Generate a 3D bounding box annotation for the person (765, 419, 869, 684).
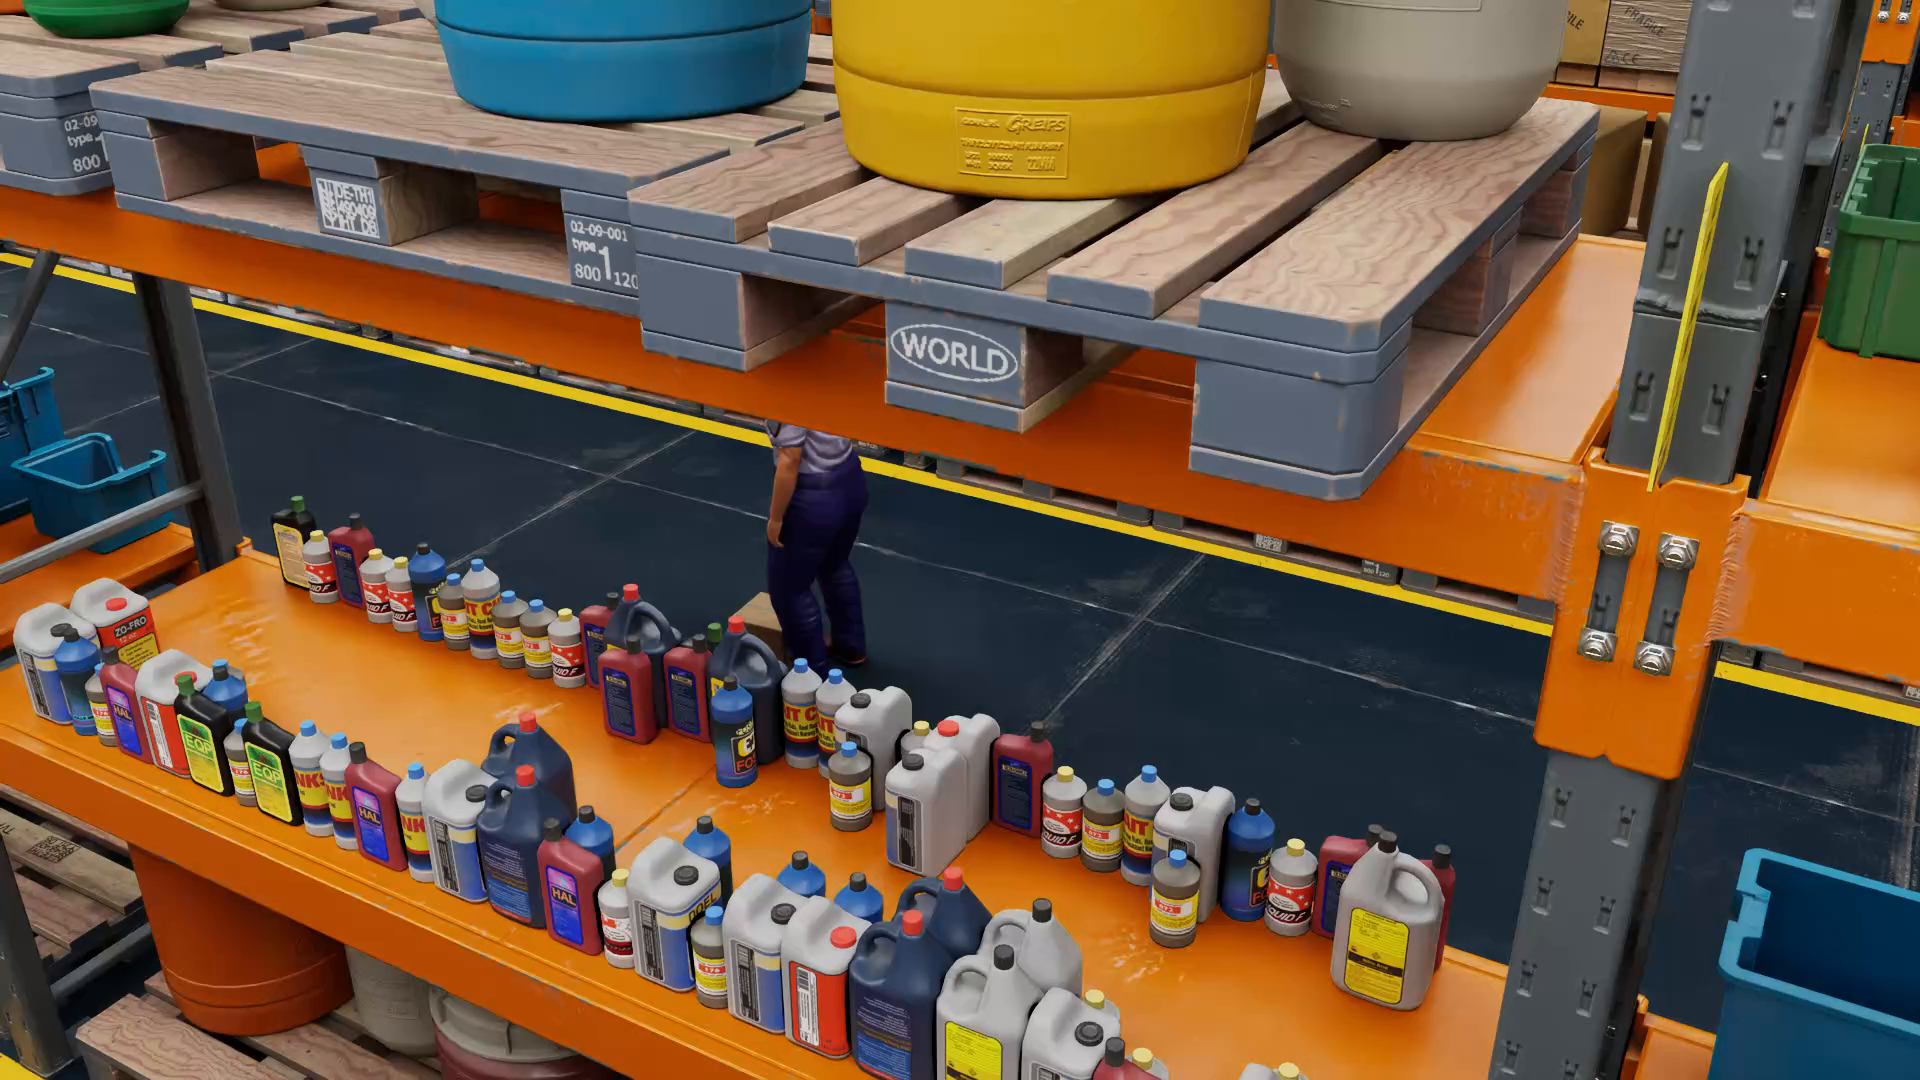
[{"bbox_3d":[-0.574,-0.171,6.465,0.377,1.651,0.561,12,29,23],"label":"person"}]
